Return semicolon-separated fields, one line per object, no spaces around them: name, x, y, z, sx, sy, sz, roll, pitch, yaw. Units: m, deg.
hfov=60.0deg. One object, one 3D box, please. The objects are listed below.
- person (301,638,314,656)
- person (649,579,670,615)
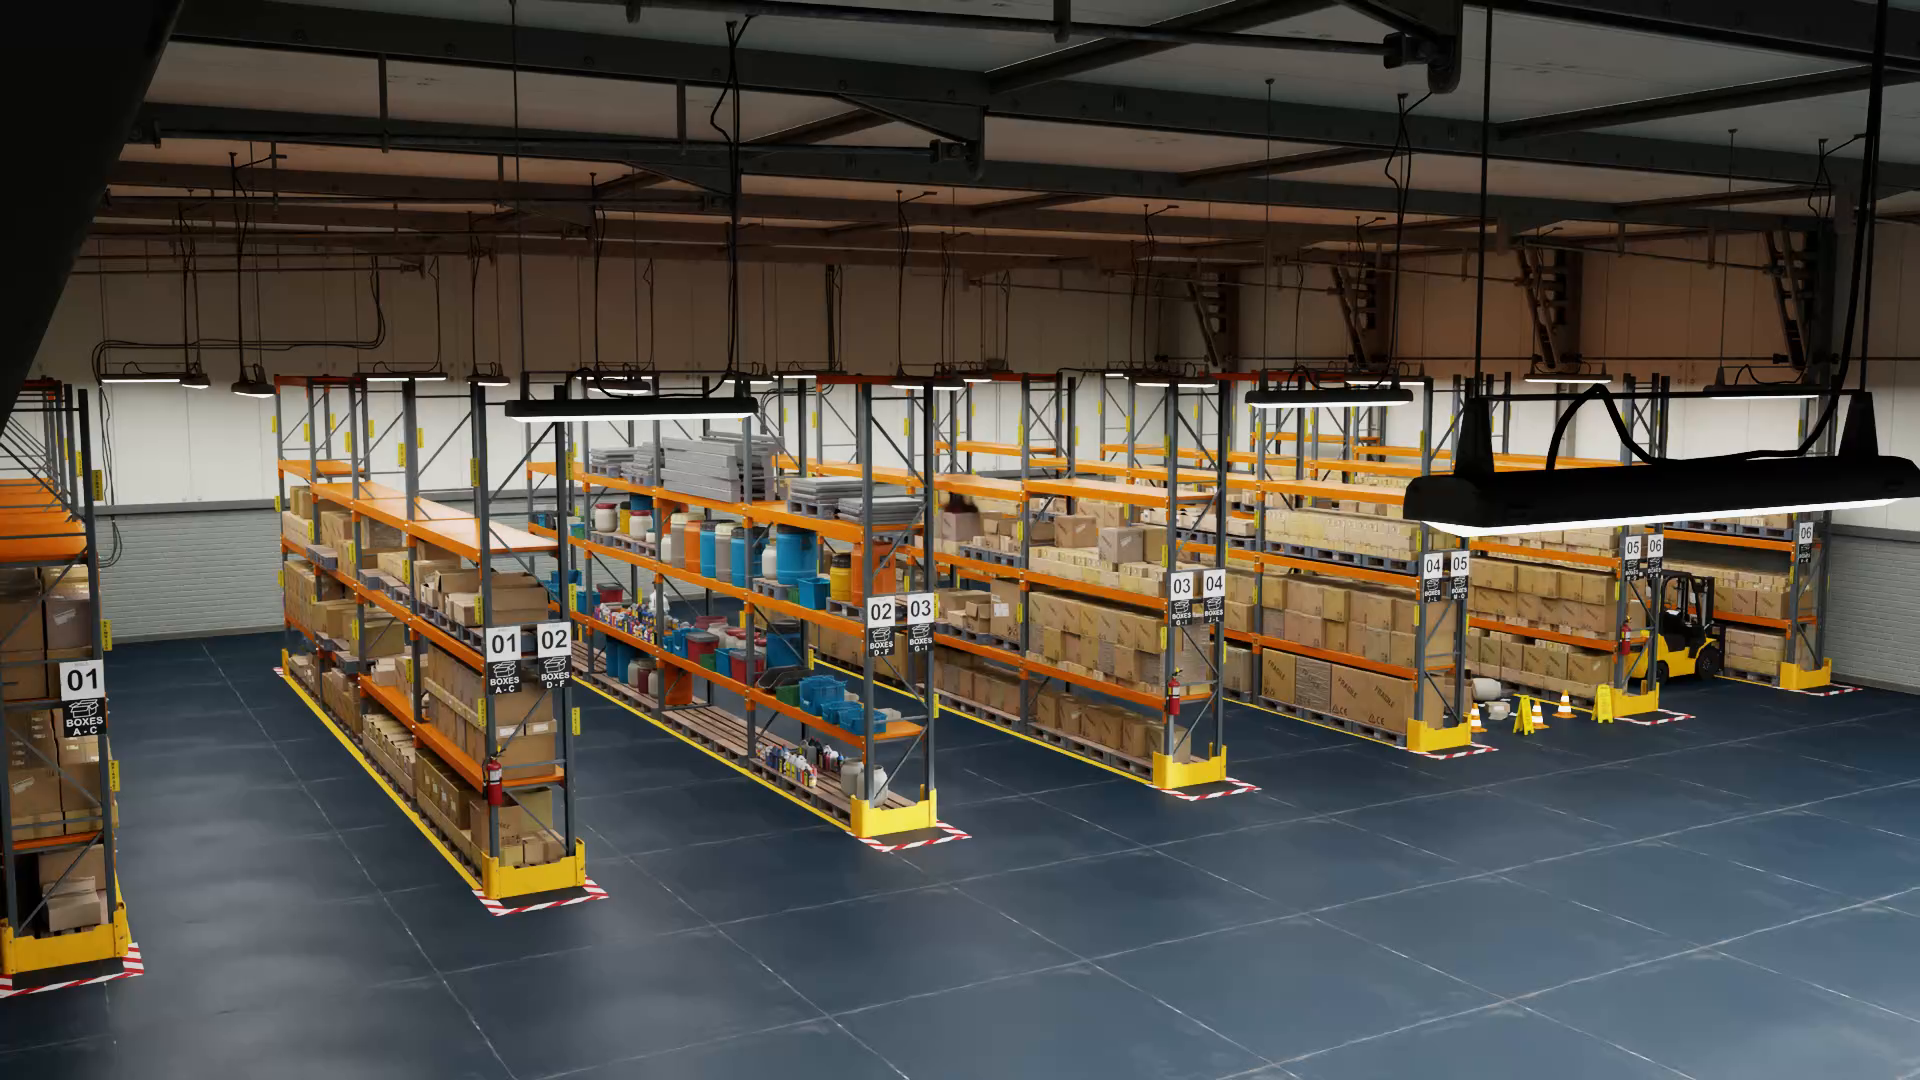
person;-13.653;1.614;34.985;0.470;1.757;0.624;-2;7;-20
person;-6.385;1.635;35.305;0.486;1.655;0.708;-4;7;-32
